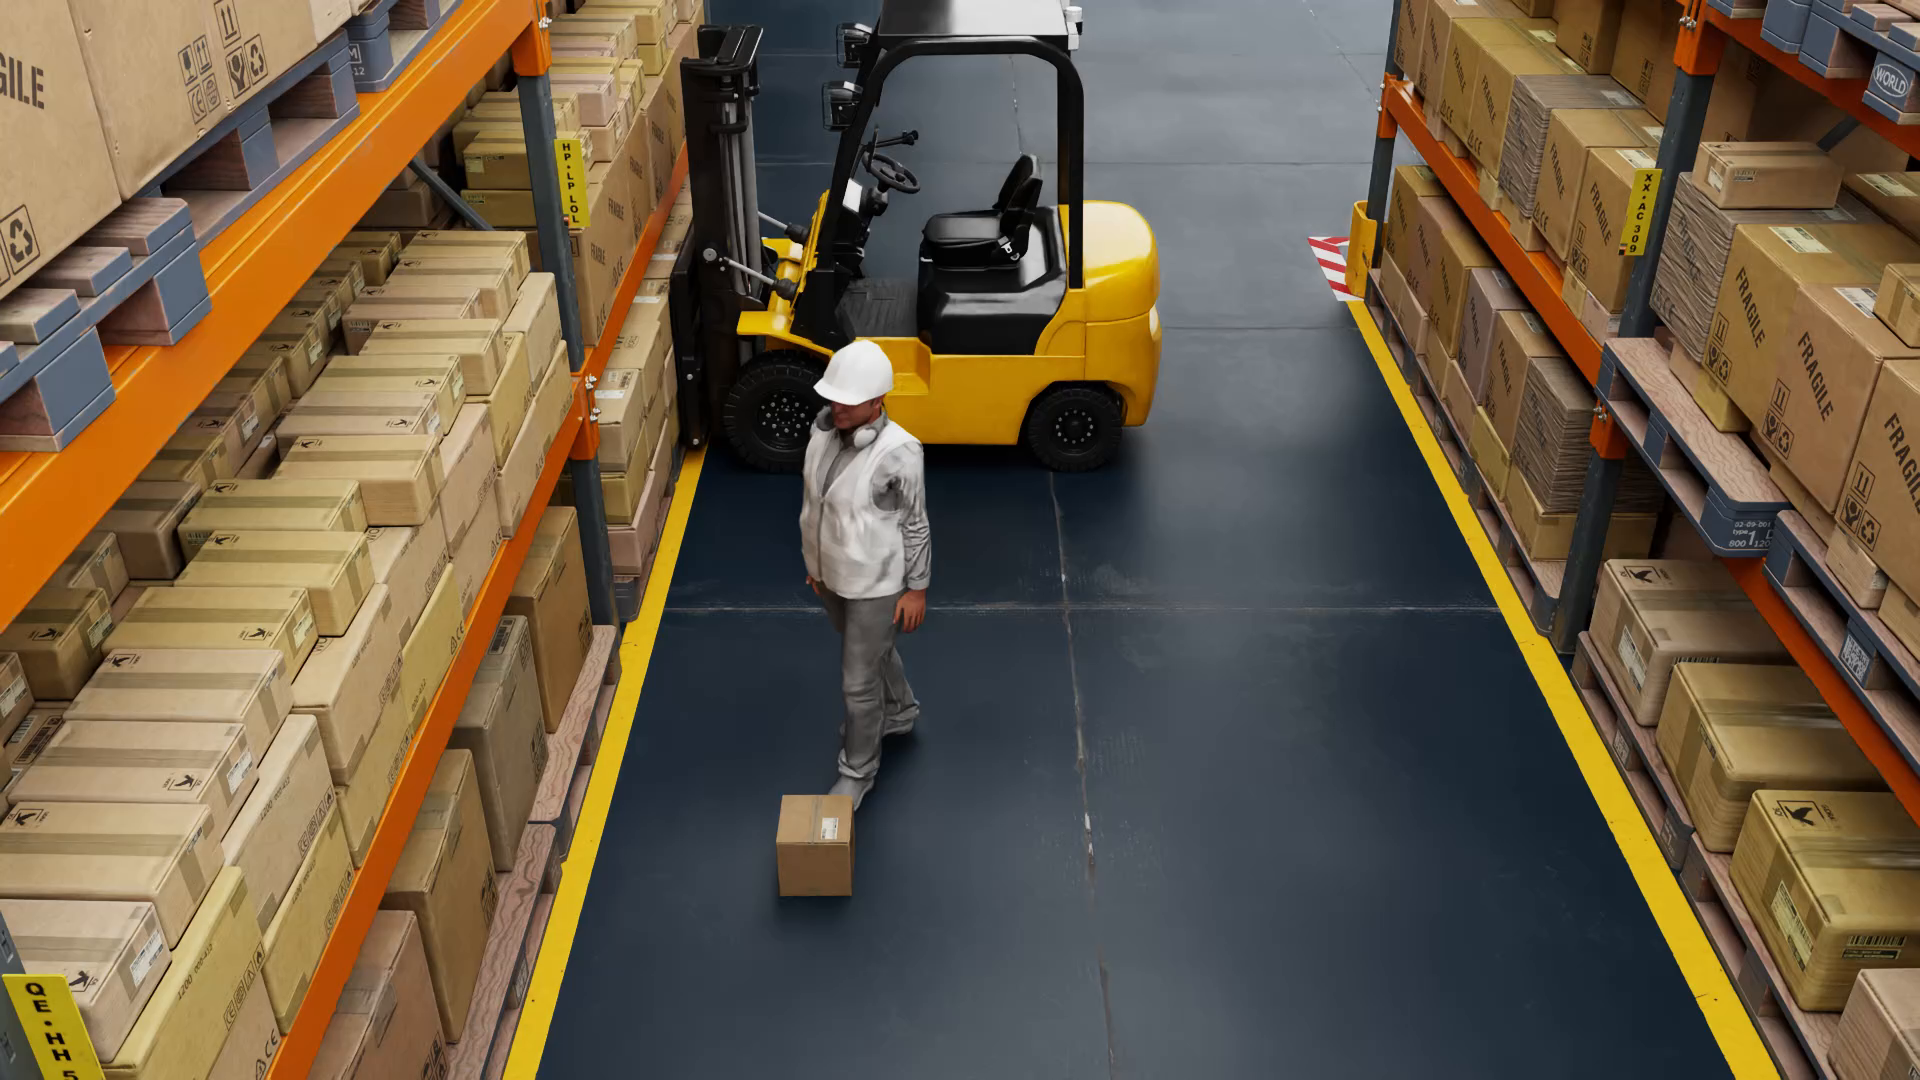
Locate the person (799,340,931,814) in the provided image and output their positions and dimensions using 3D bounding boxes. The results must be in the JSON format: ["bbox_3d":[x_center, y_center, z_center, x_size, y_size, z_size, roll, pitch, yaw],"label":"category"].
[{"bbox_3d":[-0.366,0.117,5.904,0.620,1.776,0.539,-25,40,-35],"label":"person"}]
